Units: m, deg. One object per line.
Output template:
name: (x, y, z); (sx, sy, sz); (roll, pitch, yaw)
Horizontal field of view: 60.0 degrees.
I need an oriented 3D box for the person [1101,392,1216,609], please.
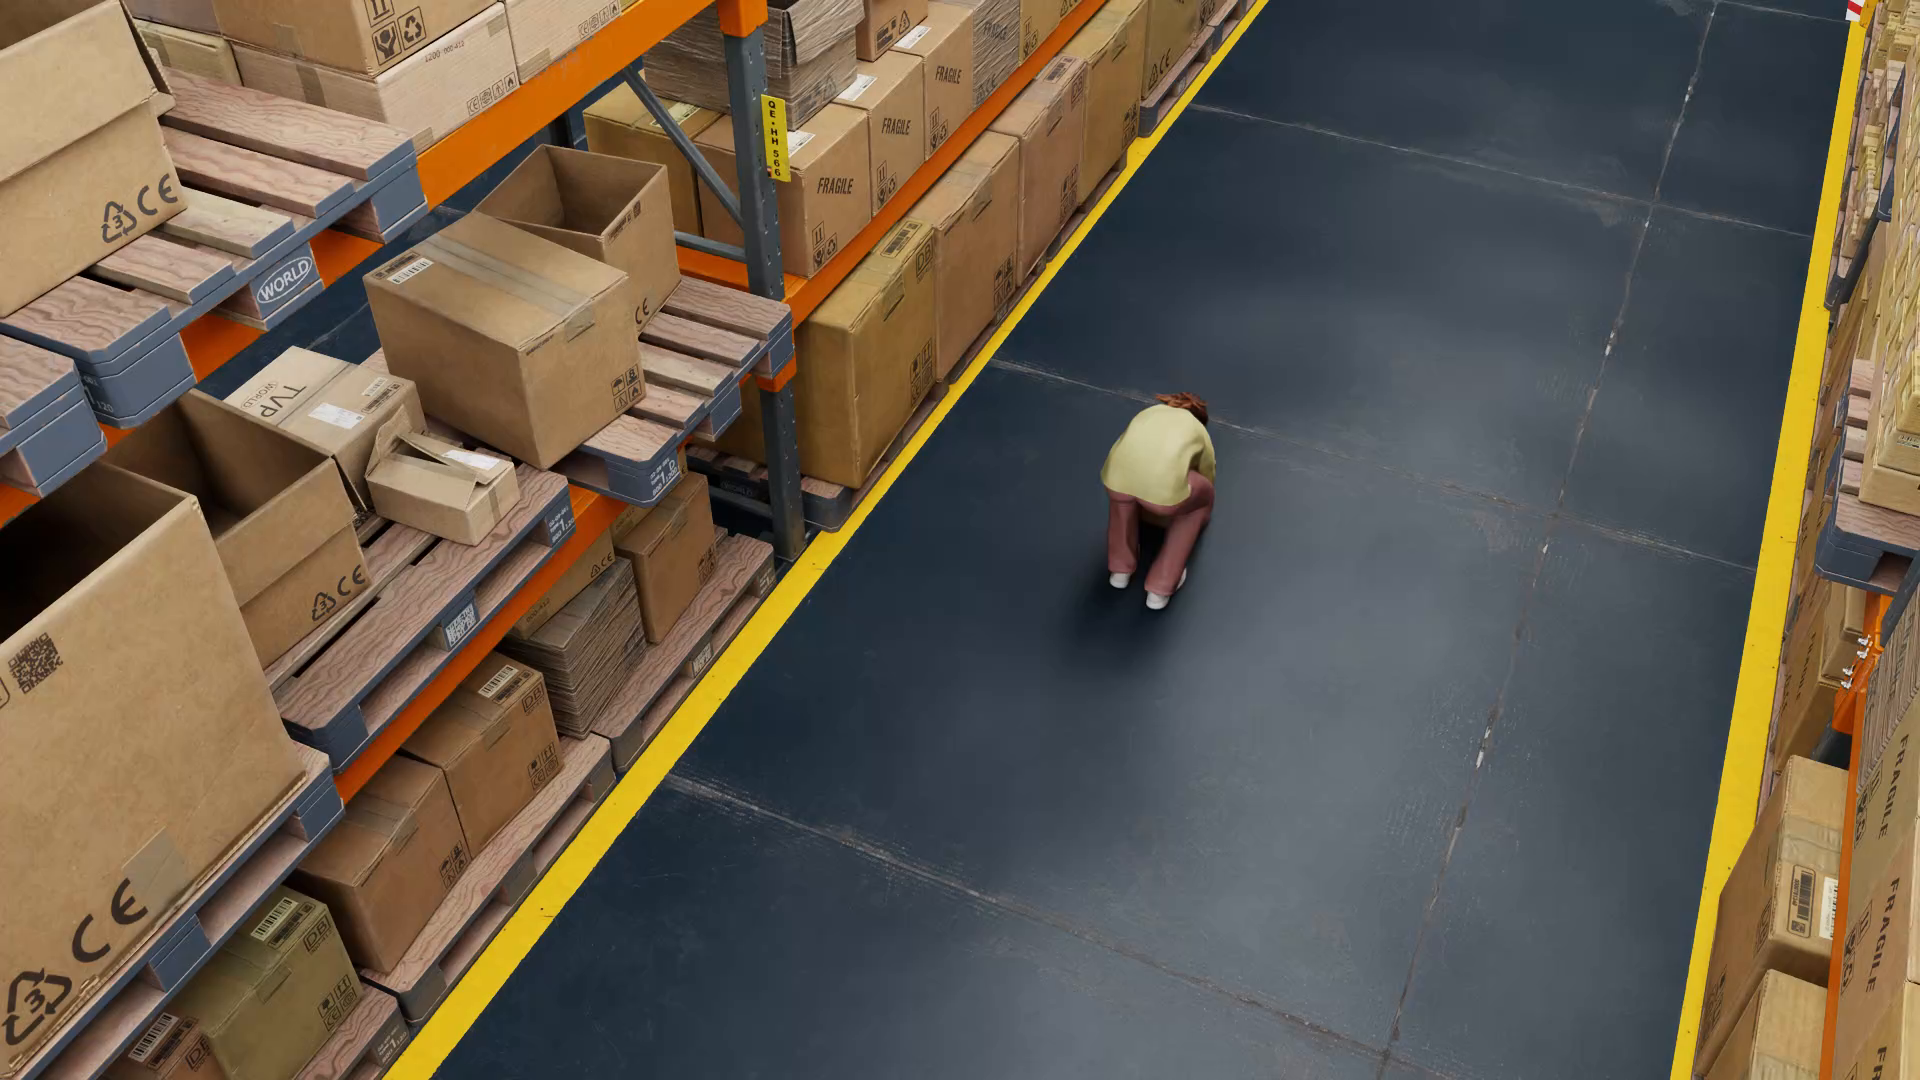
person: (0.849, -0.232, 7.020); (0.461, 0.864, 0.849); (15, 44, 16)
